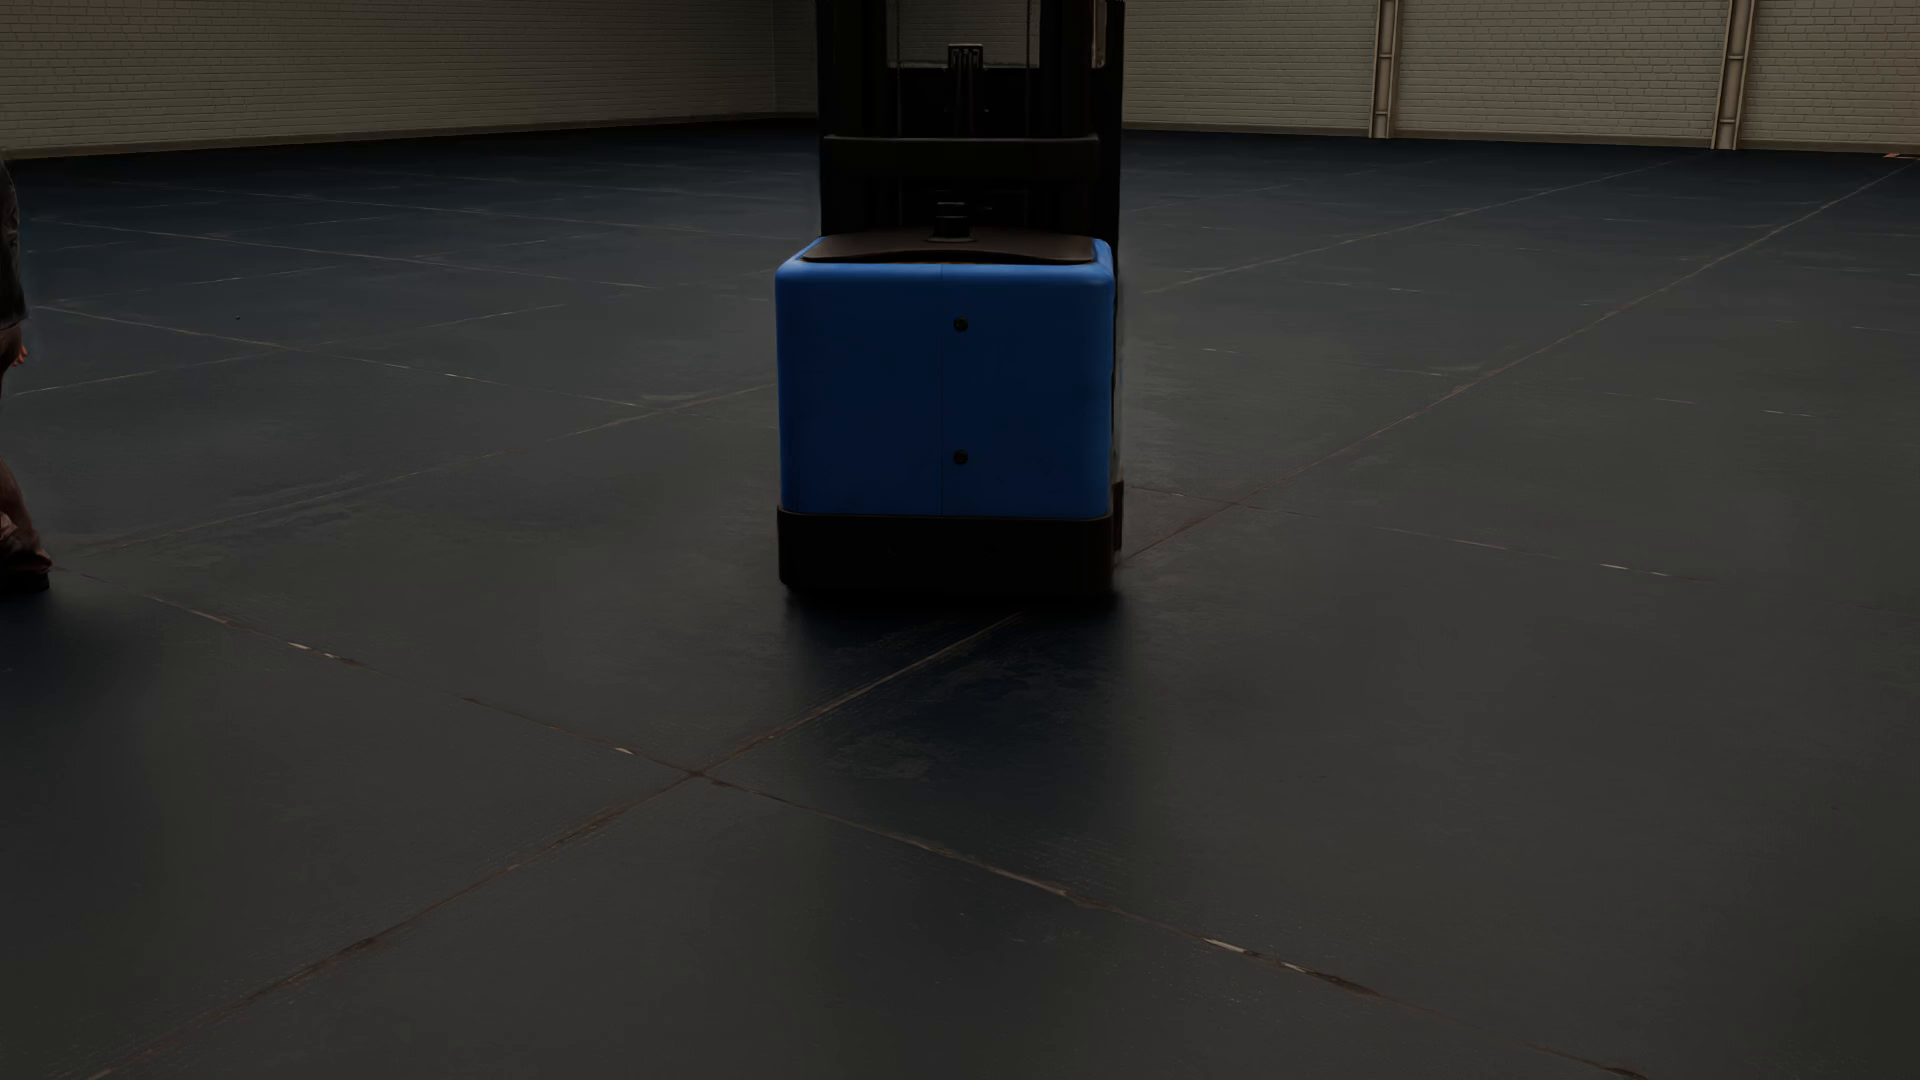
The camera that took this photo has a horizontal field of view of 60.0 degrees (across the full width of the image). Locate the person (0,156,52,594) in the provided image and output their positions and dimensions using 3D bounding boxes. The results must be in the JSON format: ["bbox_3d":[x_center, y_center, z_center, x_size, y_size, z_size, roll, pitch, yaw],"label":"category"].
[{"bbox_3d":[-3.126,-0.624,5.066,0.474,1.703,0.667,-4,17,-12],"label":"person"}]

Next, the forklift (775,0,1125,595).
[{"bbox_3d":[0.055,-1.607,6.207,1.130,2.935,3.031,1,17,4],"label":"forklift"}]
